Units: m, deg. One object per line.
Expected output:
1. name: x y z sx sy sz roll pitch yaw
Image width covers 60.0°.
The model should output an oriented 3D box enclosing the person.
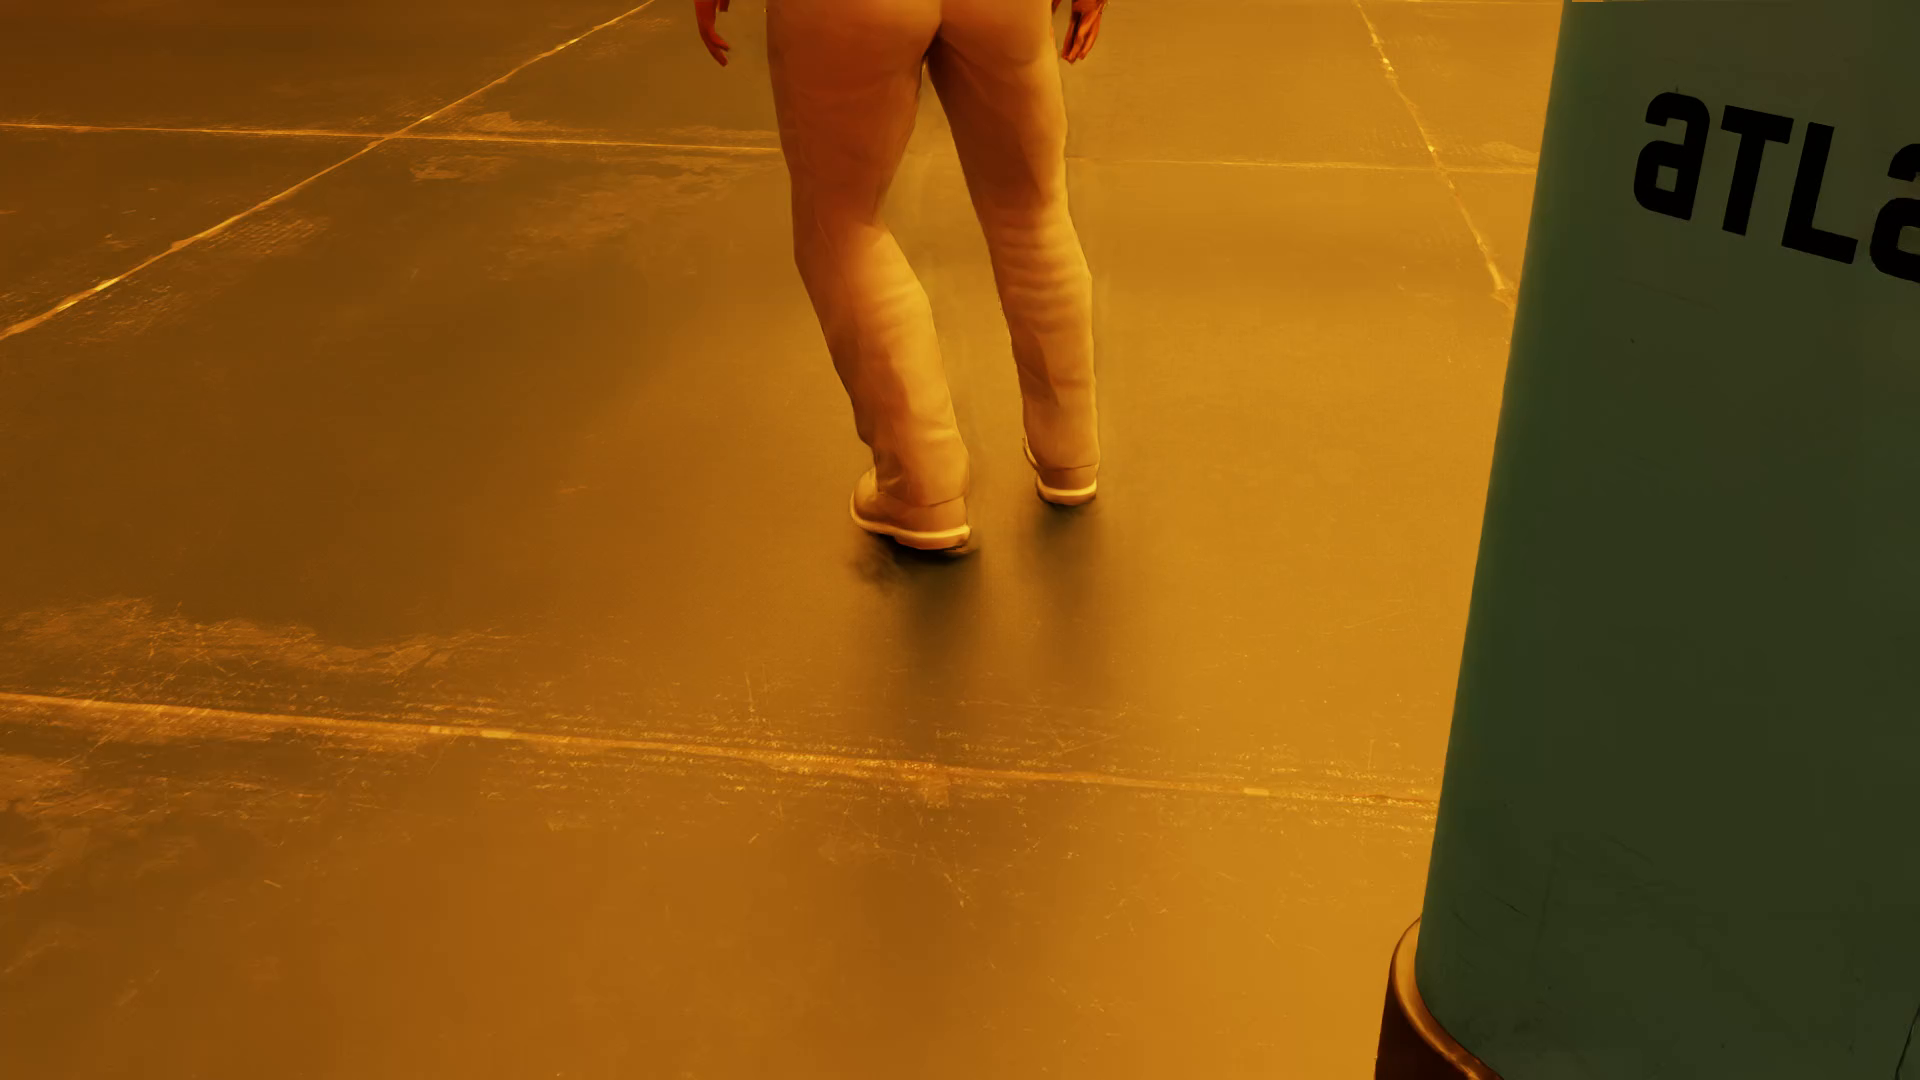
1. person: -0.011 -0.772 2.213 0.663 1.672 0.428 -13 29 -24
